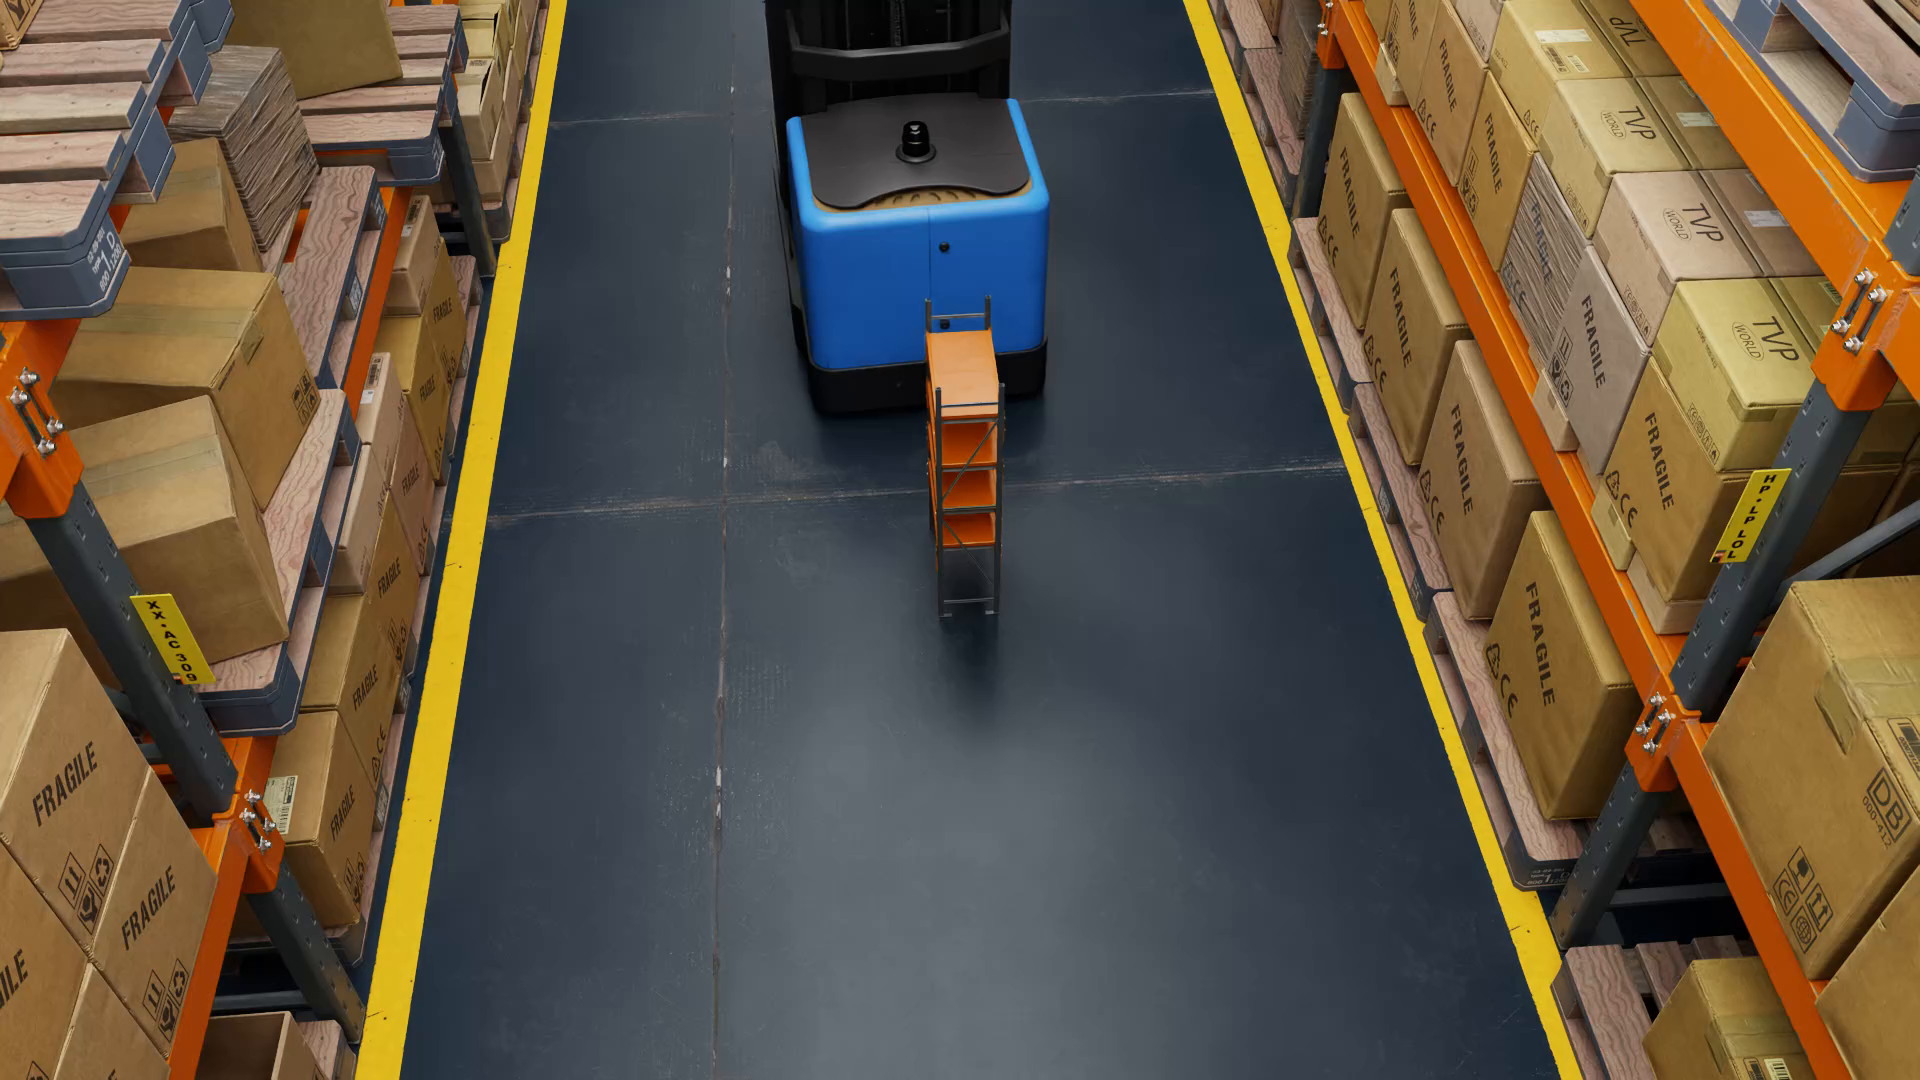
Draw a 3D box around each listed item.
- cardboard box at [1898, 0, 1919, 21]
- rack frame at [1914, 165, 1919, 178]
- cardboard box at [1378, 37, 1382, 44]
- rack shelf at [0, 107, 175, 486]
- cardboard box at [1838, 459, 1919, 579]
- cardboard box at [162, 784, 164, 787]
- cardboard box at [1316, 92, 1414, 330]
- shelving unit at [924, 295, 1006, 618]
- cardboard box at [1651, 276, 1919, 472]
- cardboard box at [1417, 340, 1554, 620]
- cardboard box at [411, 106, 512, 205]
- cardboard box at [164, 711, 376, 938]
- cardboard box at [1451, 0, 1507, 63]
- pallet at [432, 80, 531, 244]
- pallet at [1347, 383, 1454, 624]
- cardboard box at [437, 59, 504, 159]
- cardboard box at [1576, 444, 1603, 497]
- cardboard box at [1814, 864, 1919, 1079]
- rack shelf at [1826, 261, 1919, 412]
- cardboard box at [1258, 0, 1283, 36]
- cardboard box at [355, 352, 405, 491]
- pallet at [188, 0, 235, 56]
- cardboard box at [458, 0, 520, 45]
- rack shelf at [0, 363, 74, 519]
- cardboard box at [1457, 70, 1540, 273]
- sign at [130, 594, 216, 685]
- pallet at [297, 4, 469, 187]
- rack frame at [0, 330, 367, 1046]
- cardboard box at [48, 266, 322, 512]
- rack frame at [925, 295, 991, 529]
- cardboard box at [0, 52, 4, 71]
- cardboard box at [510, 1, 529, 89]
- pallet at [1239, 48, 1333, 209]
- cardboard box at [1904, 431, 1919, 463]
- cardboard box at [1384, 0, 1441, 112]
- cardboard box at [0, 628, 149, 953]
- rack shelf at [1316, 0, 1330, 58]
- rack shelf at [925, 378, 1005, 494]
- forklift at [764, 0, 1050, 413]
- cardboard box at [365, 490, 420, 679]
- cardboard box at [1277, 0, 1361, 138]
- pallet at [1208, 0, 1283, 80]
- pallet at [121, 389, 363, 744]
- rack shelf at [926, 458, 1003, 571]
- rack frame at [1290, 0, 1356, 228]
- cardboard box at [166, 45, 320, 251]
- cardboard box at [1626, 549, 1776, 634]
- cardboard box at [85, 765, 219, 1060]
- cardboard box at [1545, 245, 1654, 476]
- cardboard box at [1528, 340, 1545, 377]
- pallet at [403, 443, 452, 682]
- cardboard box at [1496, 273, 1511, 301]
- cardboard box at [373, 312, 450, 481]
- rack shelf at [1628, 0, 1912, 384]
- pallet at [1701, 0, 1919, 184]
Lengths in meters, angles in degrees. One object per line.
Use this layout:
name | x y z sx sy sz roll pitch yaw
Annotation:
cardboard box | 2.540 -1.586 3.885 0.700 0.500 0.500 -6 47 -5
rack frame | 2.505 -1.788 2.382 1.000 3.000 0.127 -3 47 -3
cardboard box | 1.979 -2.105 6.973 0.380 0.149 0.250 -3 47 -3
rack shelf | -2.599 -1.653 4.815 1.077 0.370 4.000 -3 47 -3
cardboard box | 2.717 -0.217 4.739 0.500 0.500 0.500 -5 47 -5
cardboard box | -2.758 0.947 5.342 0.500 0.500 0.500 -4 47 -4
cardboard box | 2.101 -1.485 7.418 0.750 0.750 0.750 -4 47 -4
shelving unit | 0.014 -0.293 6.337 0.258 1.200 0.503 -3 47 -3
cardboard box | 2.211 -0.449 4.442 0.500 0.250 0.500 -2 47 -2
cardboard box | 2.243 -0.236 6.235 0.750 0.750 0.750 -2 47 -2
cardboard box | -2.517 -1.911 8.235 0.500 0.250 0.500 -4 47 -3
cardboard box | -2.229 0.922 5.366 0.500 0.500 0.500 -5 47 -5
cardboard box | 2.042 -1.927 5.841 0.500 0.250 0.500 -3 47 -3
pallet | -2.796 -1.955 8.593 1.003 0.211 1.213 -3 47 -3
pallet | 2.260 -0.205 6.935 1.003 0.211 1.213 -3 47 -3
cardboard box | -2.517 -2.104 8.032 0.500 0.311 0.500 -2 47 -2
cardboard box | 2.173 -0.245 5.212 0.380 0.149 0.250 -2 47 -2
cardboard box | 2.589 1.093 3.579 0.980 0.700 0.700 -5 47 -4
rack shelf | 2.672 0.937 2.362 1.077 0.370 4.000 -3 47 -3
cardboard box | 2.060 -3.167 9.238 0.700 0.500 0.500 -4 47 -4
cardboard box | -2.355 -0.423 6.123 0.500 0.250 0.500 -4 47 -4
pallet | -2.506 -1.615 4.413 1.213 0.211 1.003 -3 47 -3
cardboard box | -2.610 -2.853 8.741 0.500 0.311 0.500 -5 47 -4
rack shelf | -2.264 1.241 2.075 1.077 0.370 4.000 -3 47 -3
cardboard box | 2.082 -1.281 5.747 0.500 0.500 0.500 -2 47 -2
sign | -1.891 0.242 3.995 0.100 0.325 0.005 -3 47 -3
pallet | -2.640 -1.764 6.623 1.213 0.211 1.003 -3 47 -3
rack frame | -2.431 0.578 4.273 1.000 3.000 0.127 -3 47 -3
cardboard box | -2.369 -0.451 4.889 0.700 0.500 0.500 3 47 3
rack frame | -0.007 -0.469 6.505 0.240 1.200 0.015 -3 47 -3
cardboard box | -2.400 -1.035 3.308 0.600 0.600 0.600 -8 47 -7
cardboard box | -2.610 -2.651 8.936 0.500 0.250 0.500 -5 47 -4
pallet | 2.106 -2.226 8.849 1.003 0.211 1.213 -3 47 -3
cardboard box | 2.726 -0.476 4.467 0.500 0.250 0.500 -2 47 -2
cardboard box | 1.990 -2.017 6.443 0.500 0.500 0.500 -2 47 -2
cardboard box | -2.131 0.550 3.542 0.500 0.500 0.500 -3 47 -3
rack shelf | 2.002 -3.819 8.933 1.077 0.370 4.000 -3 47 -3
rack shelf | 0.014 -0.400 6.224 0.258 0.148 0.480 -3 47 -3
forklift | -0.354 -2.652 7.379 1.130 2.935 3.031 -6 47 -6
cardboard box | -2.319 0.174 6.074 0.500 0.500 0.500 -3 47 -3
cardboard box | 2.058 -2.429 8.540 0.700 0.500 0.500 -3 47 -3
pallet | 2.007 -3.107 9.684 1.003 0.211 1.213 -3 47 -3
pallet | -2.389 0.059 4.896 1.003 0.211 1.213 -3 47 -3
rack shelf | 0.014 -0.110 6.530 0.258 0.148 0.480 -3 47 -3
rack frame | 2.170 -2.620 7.301 1.000 3.000 0.127 -3 47 -3
cardboard box | -2.715 -1.372 5.762 0.700 0.500 0.500 4 47 4
cardboard box | 2.194 0.127 4.860 0.380 0.149 0.250 -3 47 -3
cardboard box | -2.134 0.890 3.909 0.500 0.500 0.500 -3 47 -3
cardboard box | 2.162 -0.556 5.060 0.500 0.500 0.500 -3 47 -3
cardboard box | 2.138 -0.613 5.561 0.380 0.149 0.250 -3 47 -3
pallet | -2.642 0.066 6.678 1.003 0.211 1.213 -3 47 -3
cardboard box | 2.121 -0.988 5.916 0.380 0.149 0.250 -2 47 -2
cardboard box | -2.411 -0.571 6.780 0.500 0.500 0.500 -5 47 -5
rack shelf | 2.337 -1.957 5.103 1.077 0.370 4.000 -3 47 -3
pallet | 2.379 -1.352 4.166 0.805 0.209 1.217 -5 47 -5
